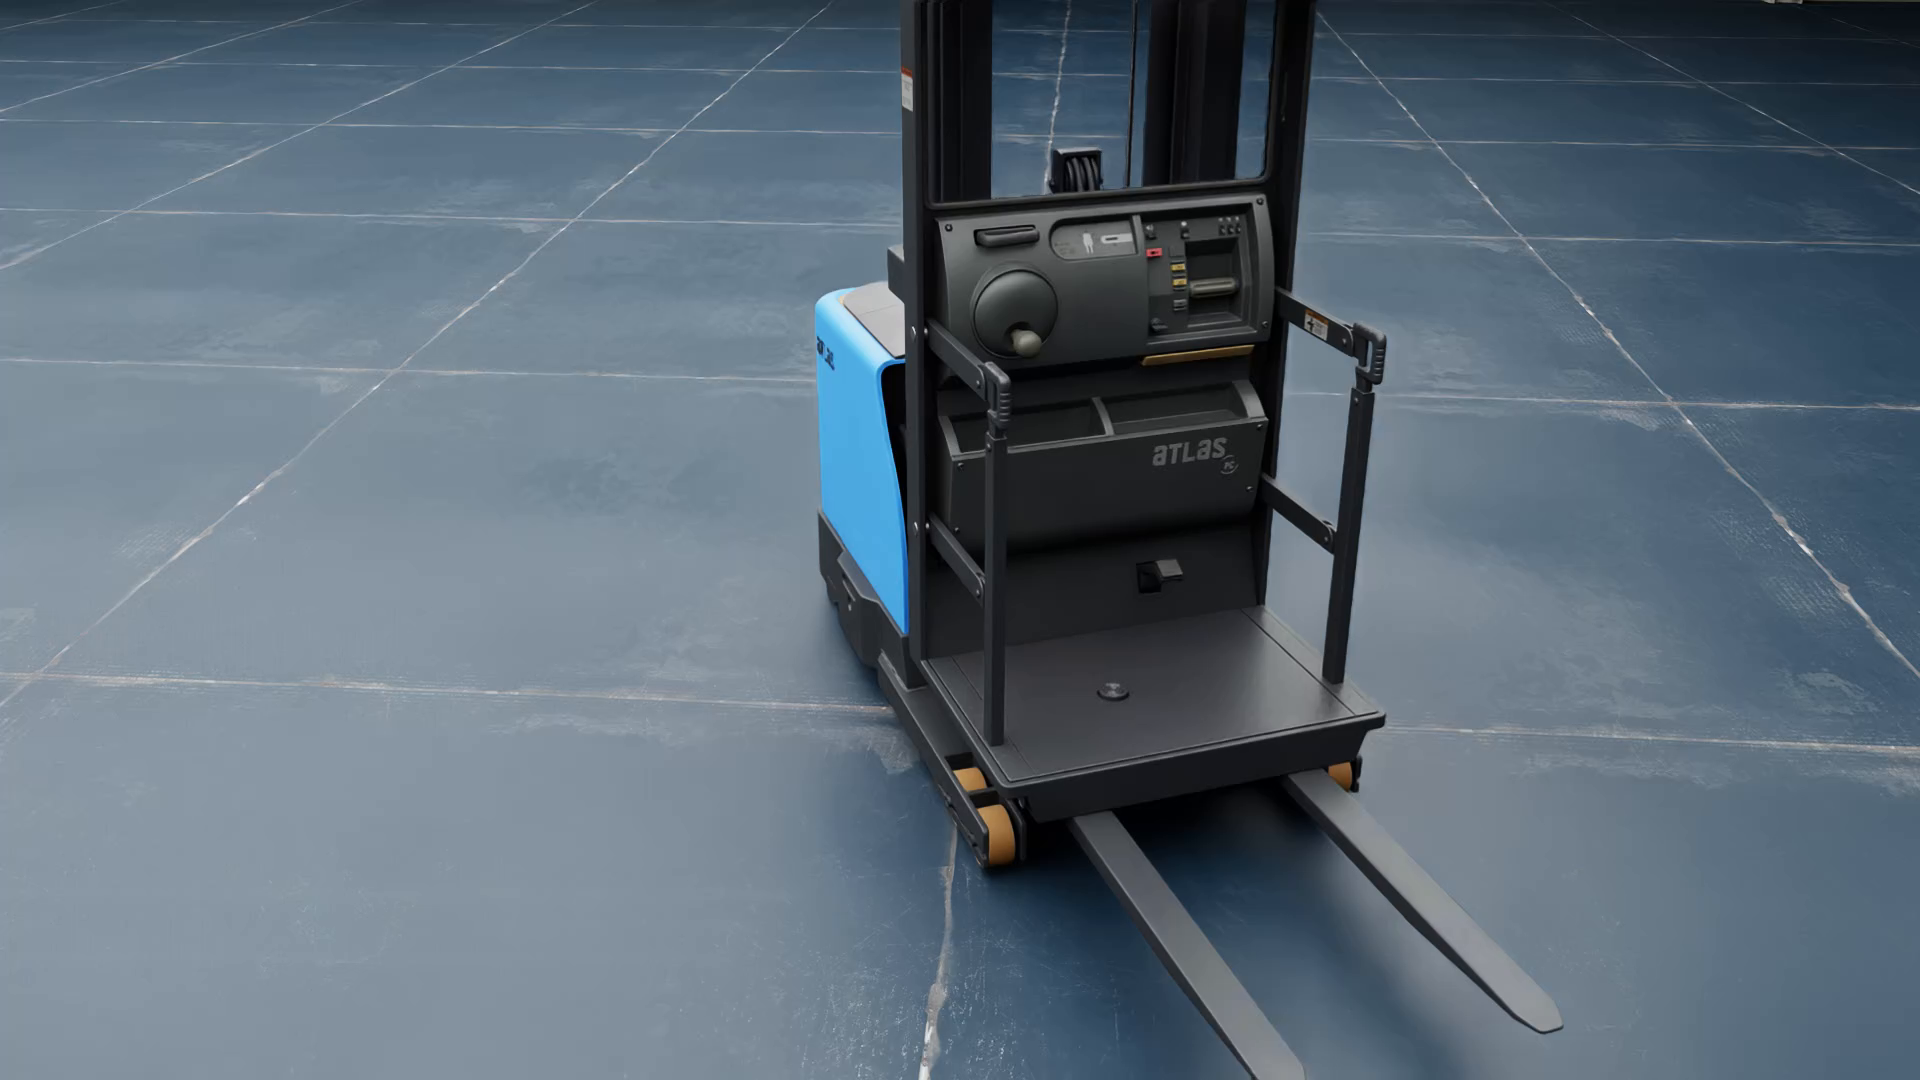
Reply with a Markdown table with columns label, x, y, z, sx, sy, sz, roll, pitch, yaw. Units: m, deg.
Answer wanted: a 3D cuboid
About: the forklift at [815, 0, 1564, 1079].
| label | x | y | z | sx | sy | sz | roll | pitch | yaw |
| --- | --- | --- | --- | --- | --- | --- | --- | --- | --- |
| forklift | 0.467 | -0.660 | 4.178 | 1.130 | 2.935 | 3.031 | -8 | 26 | -17 |
